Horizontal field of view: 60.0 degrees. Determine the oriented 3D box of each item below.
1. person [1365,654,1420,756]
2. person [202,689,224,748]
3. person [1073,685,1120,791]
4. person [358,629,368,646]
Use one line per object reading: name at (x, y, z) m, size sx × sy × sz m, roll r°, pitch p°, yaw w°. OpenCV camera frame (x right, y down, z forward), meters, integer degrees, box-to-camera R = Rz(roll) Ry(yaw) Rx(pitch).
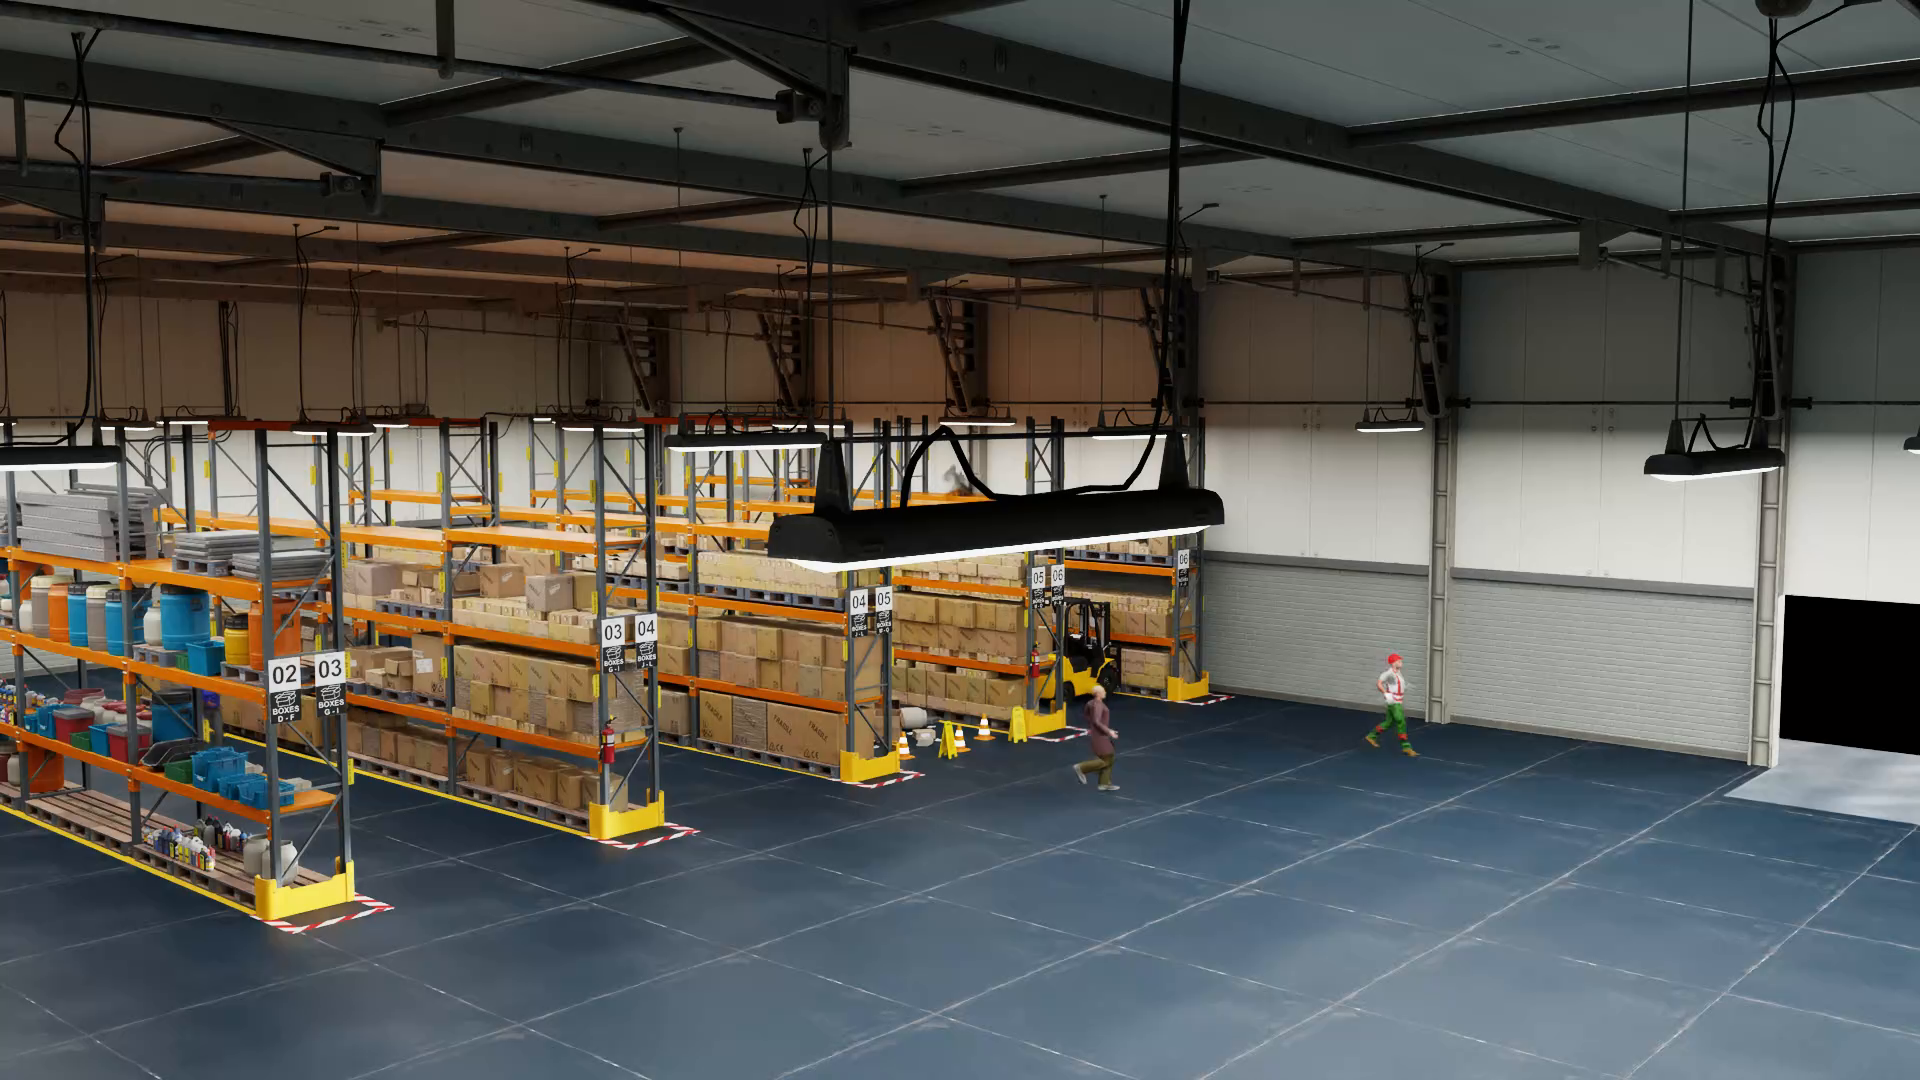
person at (7.779, 2.940, 29.861) m, size 0.979 × 1.807 × 0.651 m, roll 2°, pitch 5°, yaw 23°
person at (-13.200, 3.071, 29.224) m, size 0.920 × 1.658 × 0.582 m, roll 3°, pitch 6°, yaw 34°
person at (2.223, 3.226, 27.052) m, size 0.789 × 1.744 × 0.712 m, roll 0°, pitch 5°, yaw -5°
person at (-14.300, 2.260, 39.800) m, size 0.753 × 1.524 × 0.612 m, roll -1°, pitch 5°, yaw -11°
